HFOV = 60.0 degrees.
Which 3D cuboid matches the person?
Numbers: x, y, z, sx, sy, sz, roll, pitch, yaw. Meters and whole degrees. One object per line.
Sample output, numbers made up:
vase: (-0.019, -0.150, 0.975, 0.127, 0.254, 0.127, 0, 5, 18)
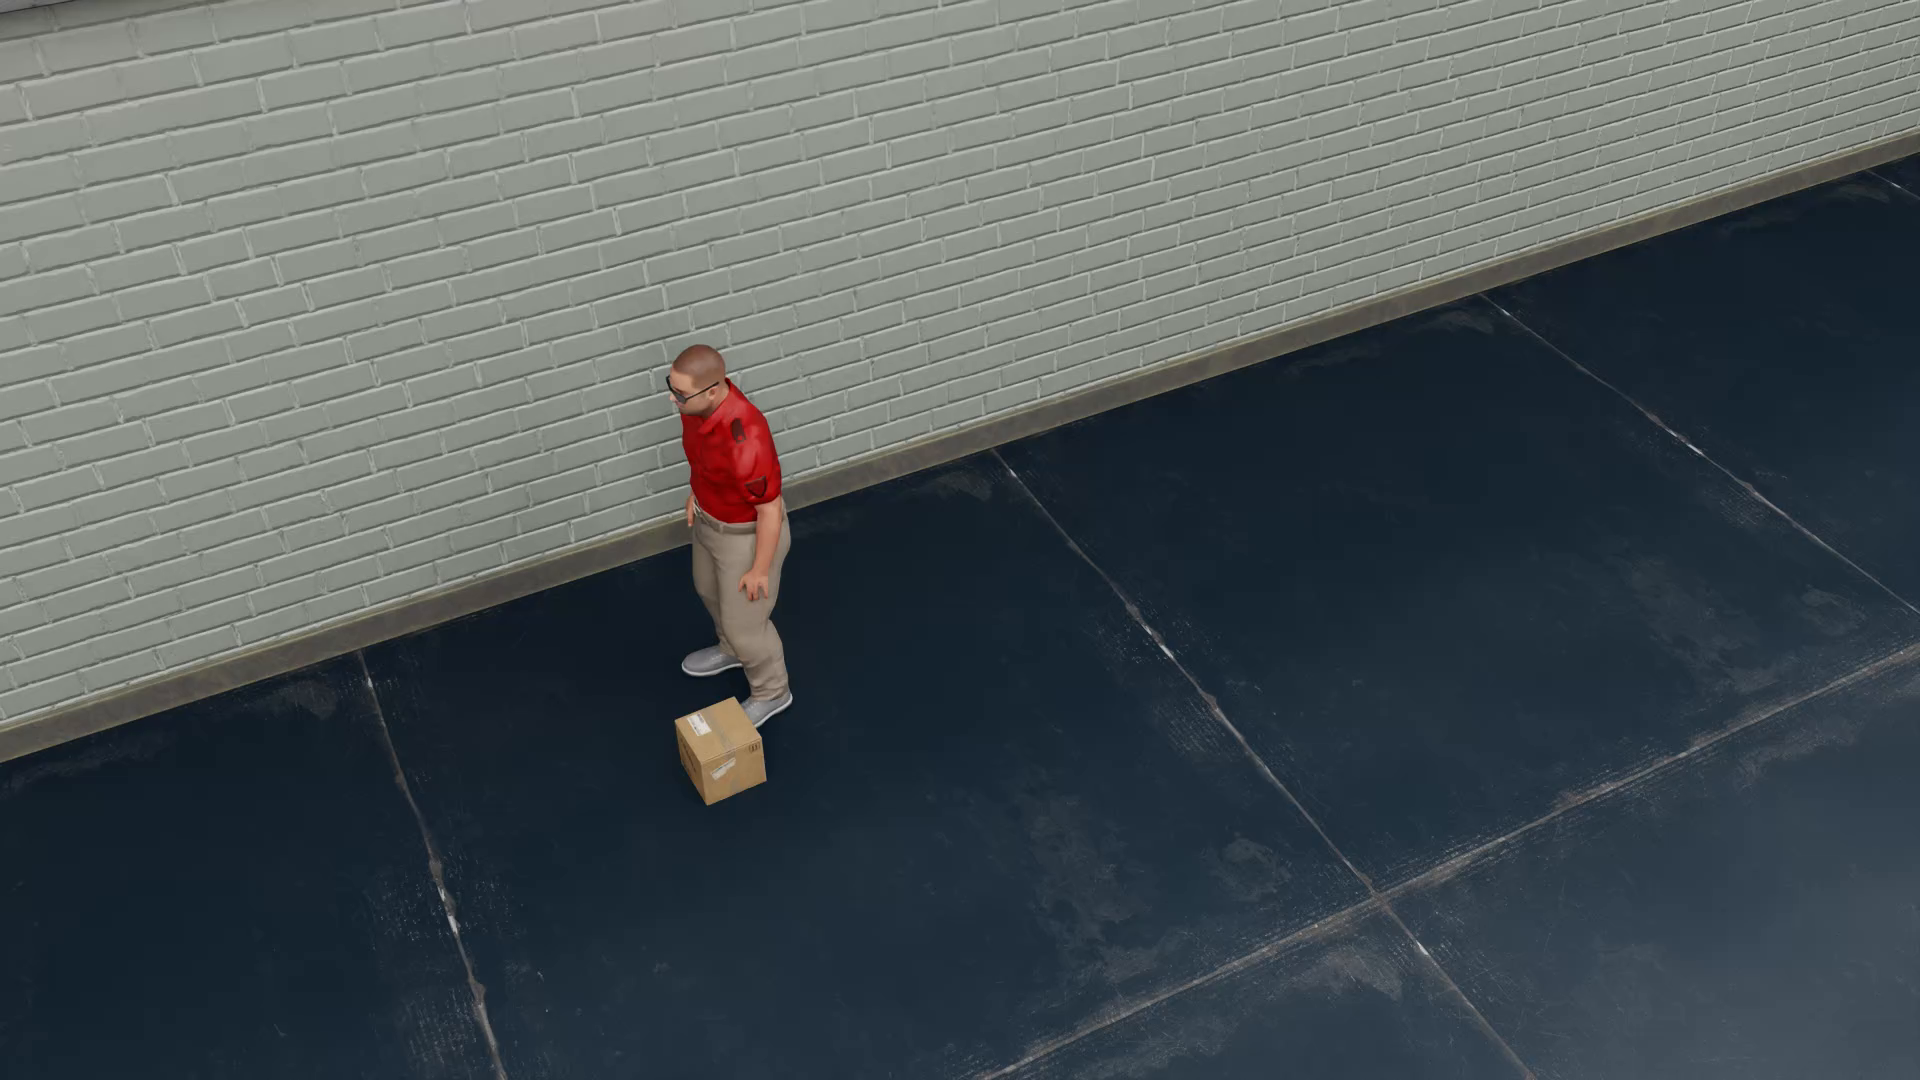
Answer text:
person: (-0.855, -0.028, 6.201, 0.393, 1.726, 0.599, -21, 45, -23)
